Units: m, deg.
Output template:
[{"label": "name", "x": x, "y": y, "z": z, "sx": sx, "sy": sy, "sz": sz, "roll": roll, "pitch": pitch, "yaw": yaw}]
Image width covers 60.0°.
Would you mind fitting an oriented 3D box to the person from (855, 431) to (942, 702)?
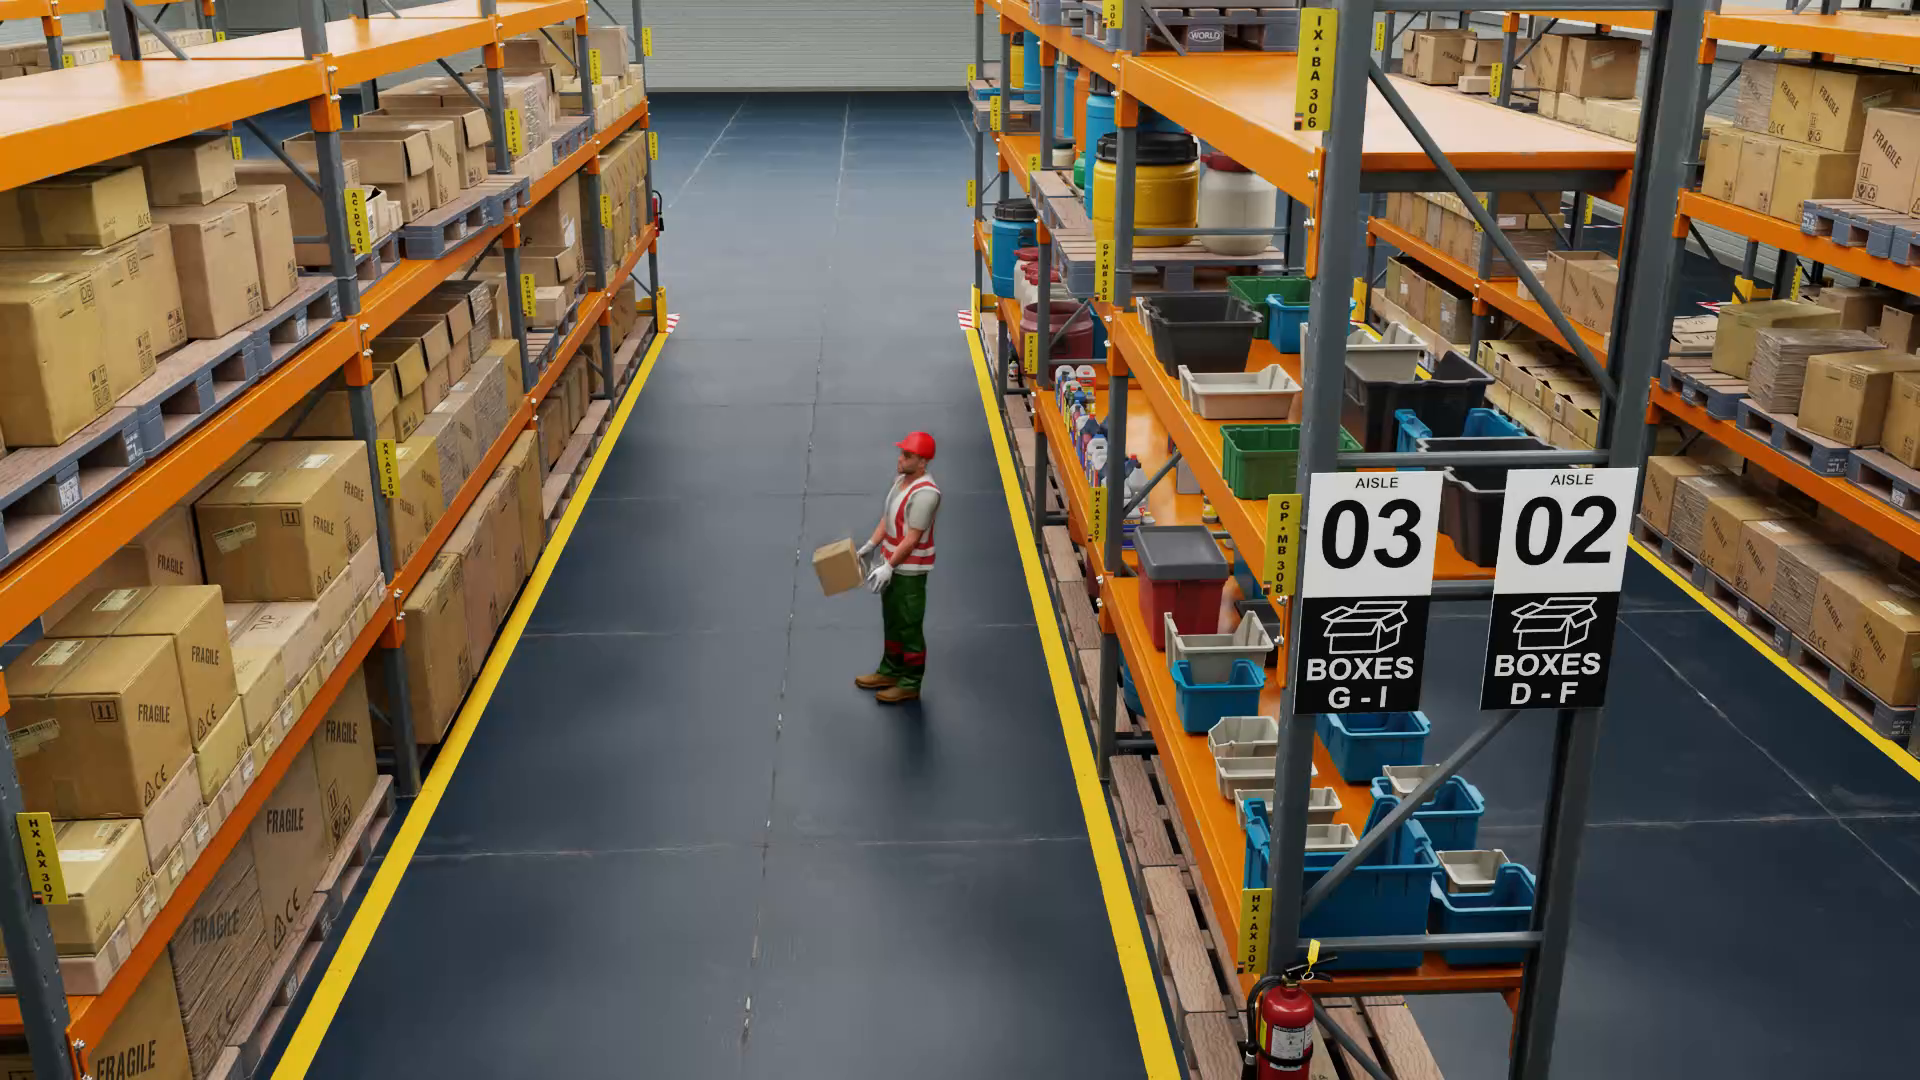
[{"label": "person", "x": -0.400, "y": 0.173, "z": 10.550, "sx": 0.498, "sy": 1.794, "sz": 0.561, "roll": -7, "pitch": 21, "yaw": -19}]
